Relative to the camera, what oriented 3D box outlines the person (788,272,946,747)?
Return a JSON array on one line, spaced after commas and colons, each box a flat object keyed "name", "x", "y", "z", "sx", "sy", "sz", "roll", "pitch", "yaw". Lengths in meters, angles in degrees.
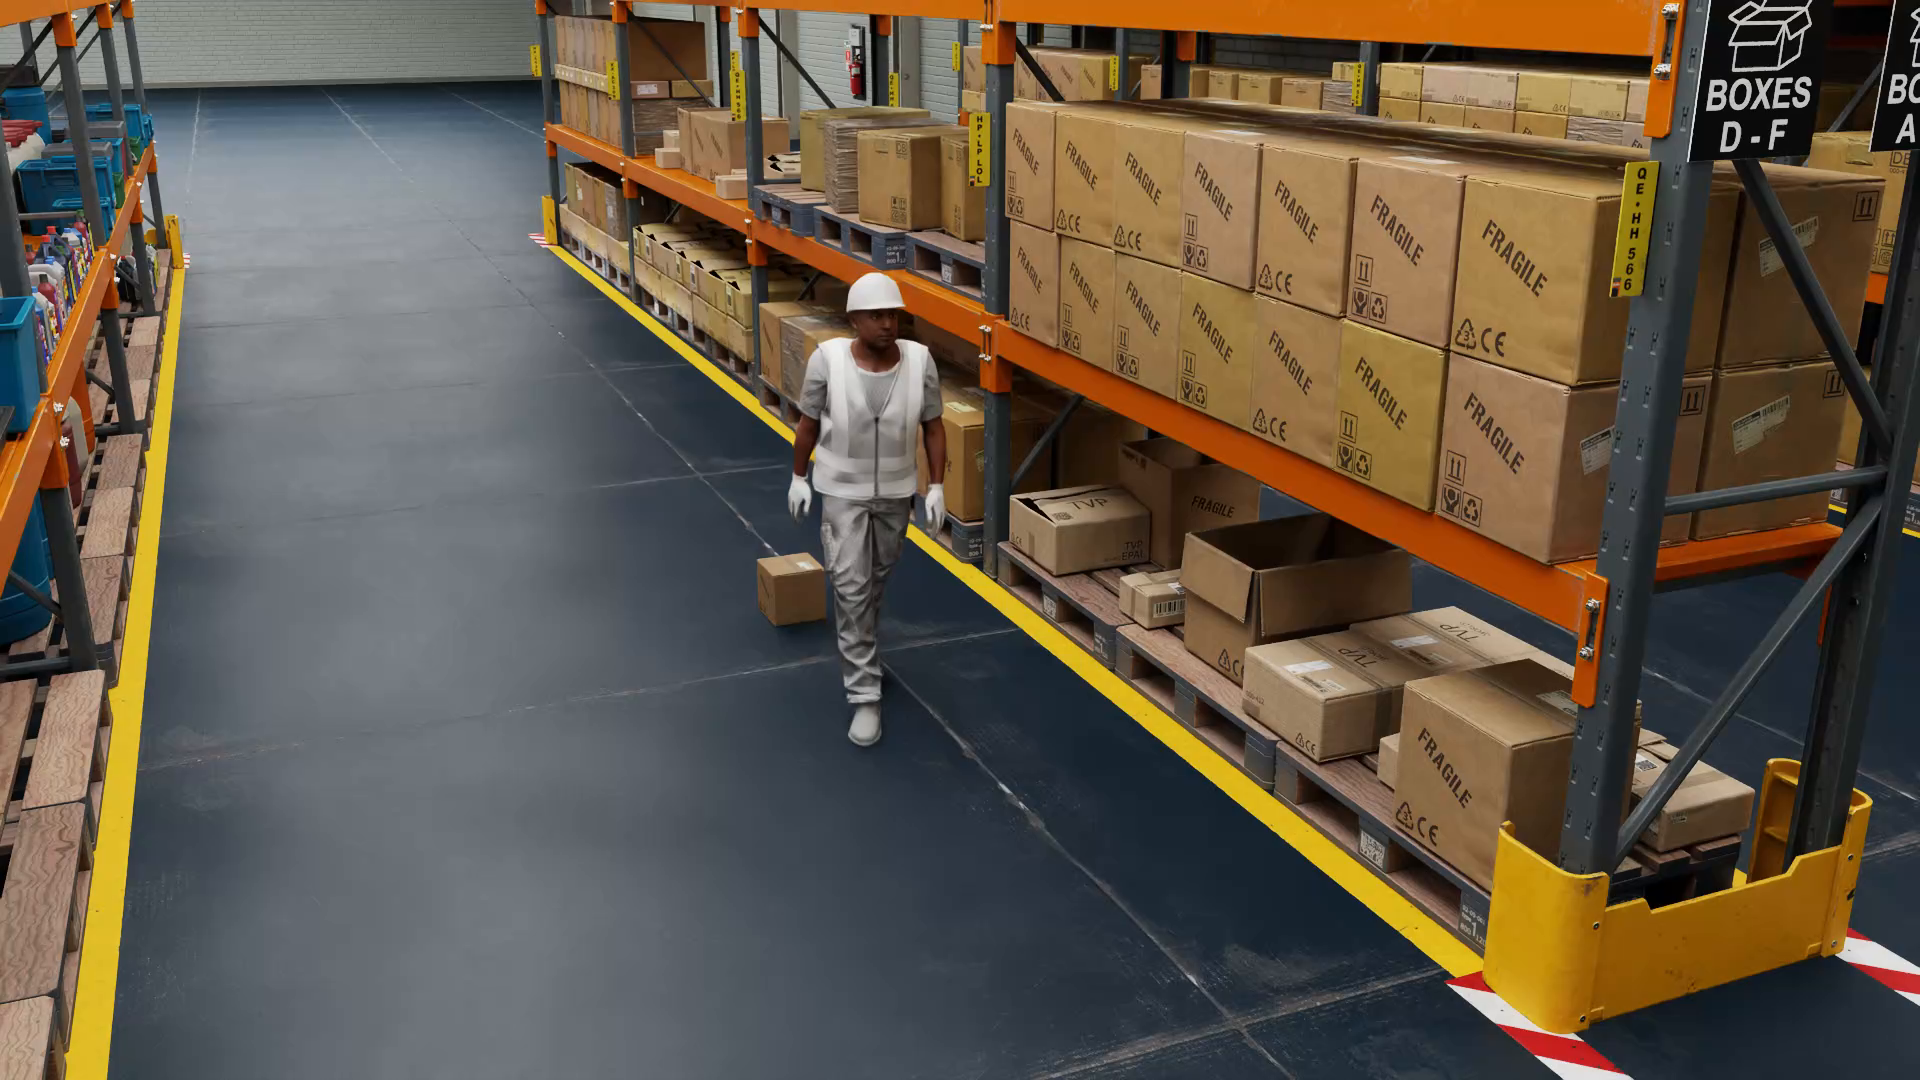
[{"name": "person", "x": -0.340, "y": -0.180, "z": 6.556, "sx": 0.591, "sy": 1.759, "sz": 0.858, "roll": -7, "pitch": 20, "yaw": -20}]
